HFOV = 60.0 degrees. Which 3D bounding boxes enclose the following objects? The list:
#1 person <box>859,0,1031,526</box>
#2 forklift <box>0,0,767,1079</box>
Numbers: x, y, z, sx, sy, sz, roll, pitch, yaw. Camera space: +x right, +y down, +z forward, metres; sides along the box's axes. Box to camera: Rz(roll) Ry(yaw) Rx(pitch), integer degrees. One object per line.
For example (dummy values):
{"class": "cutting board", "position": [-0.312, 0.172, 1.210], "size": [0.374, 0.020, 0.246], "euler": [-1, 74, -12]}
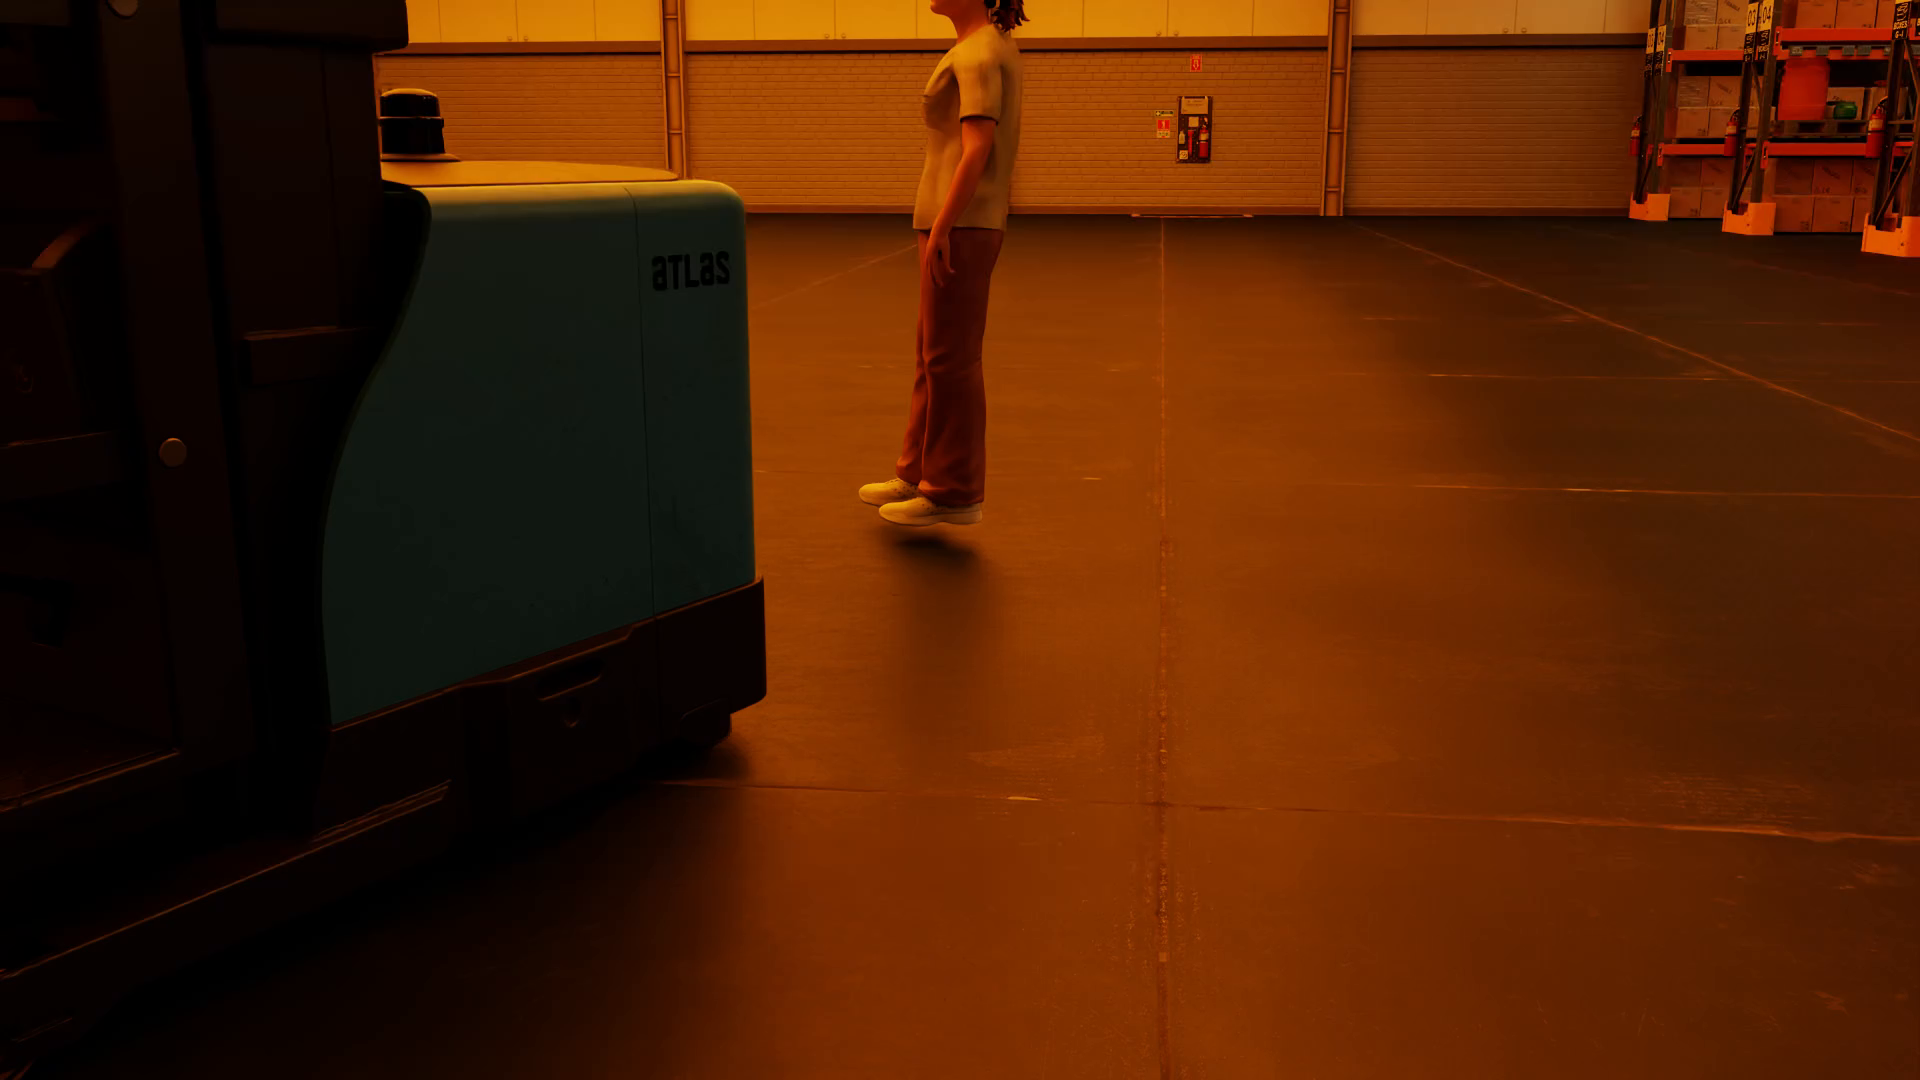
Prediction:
{"class": "person", "position": [-0.072, -0.861, 4.766], "size": [0.548, 1.662, 0.552], "euler": [2, 13, 7]}
{"class": "forklift", "position": [-1.588, -0.826, 2.044], "size": [1.130, 2.935, 3.031], "euler": [8, 15, 31]}
